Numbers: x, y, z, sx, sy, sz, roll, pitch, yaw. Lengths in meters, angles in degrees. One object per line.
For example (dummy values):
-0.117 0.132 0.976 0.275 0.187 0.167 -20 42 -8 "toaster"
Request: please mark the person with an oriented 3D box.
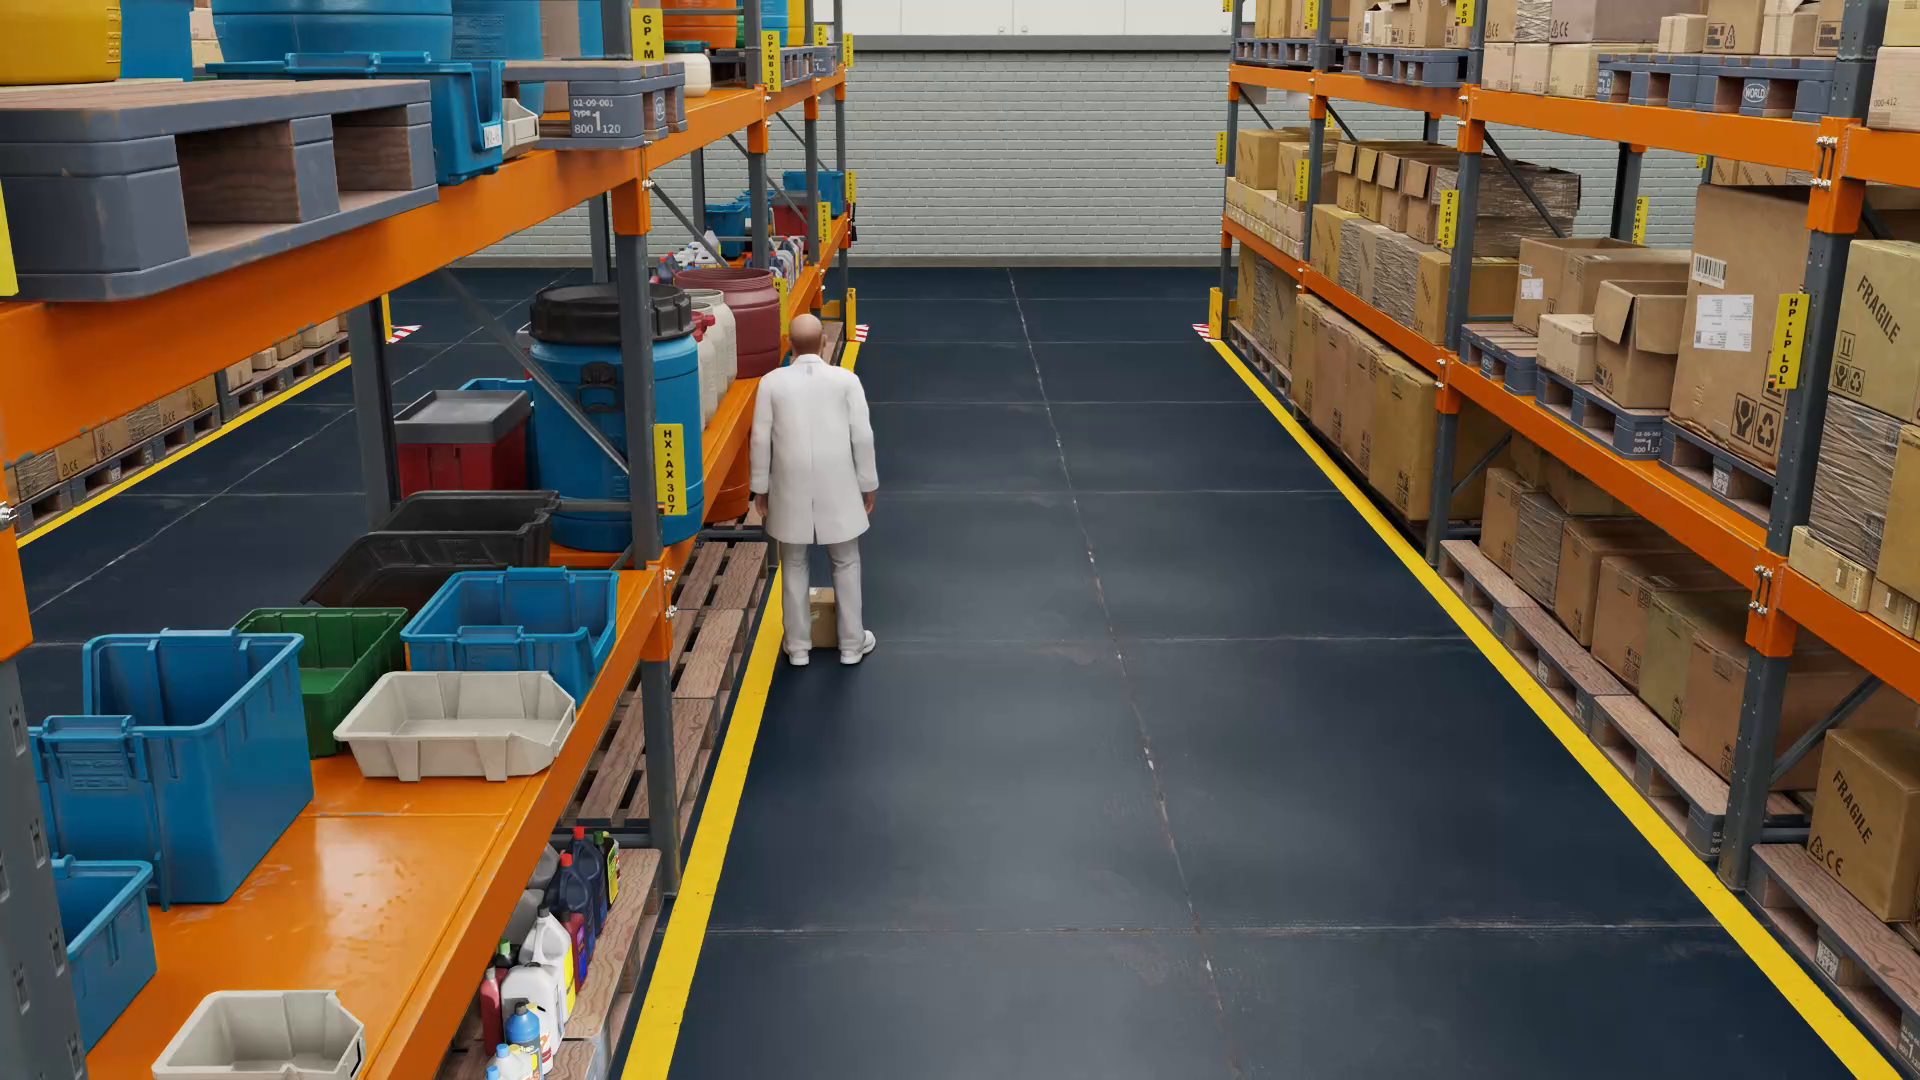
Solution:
-0.735 -0.247 8.383 0.652 1.774 0.416 -1 17 -2 "person"
